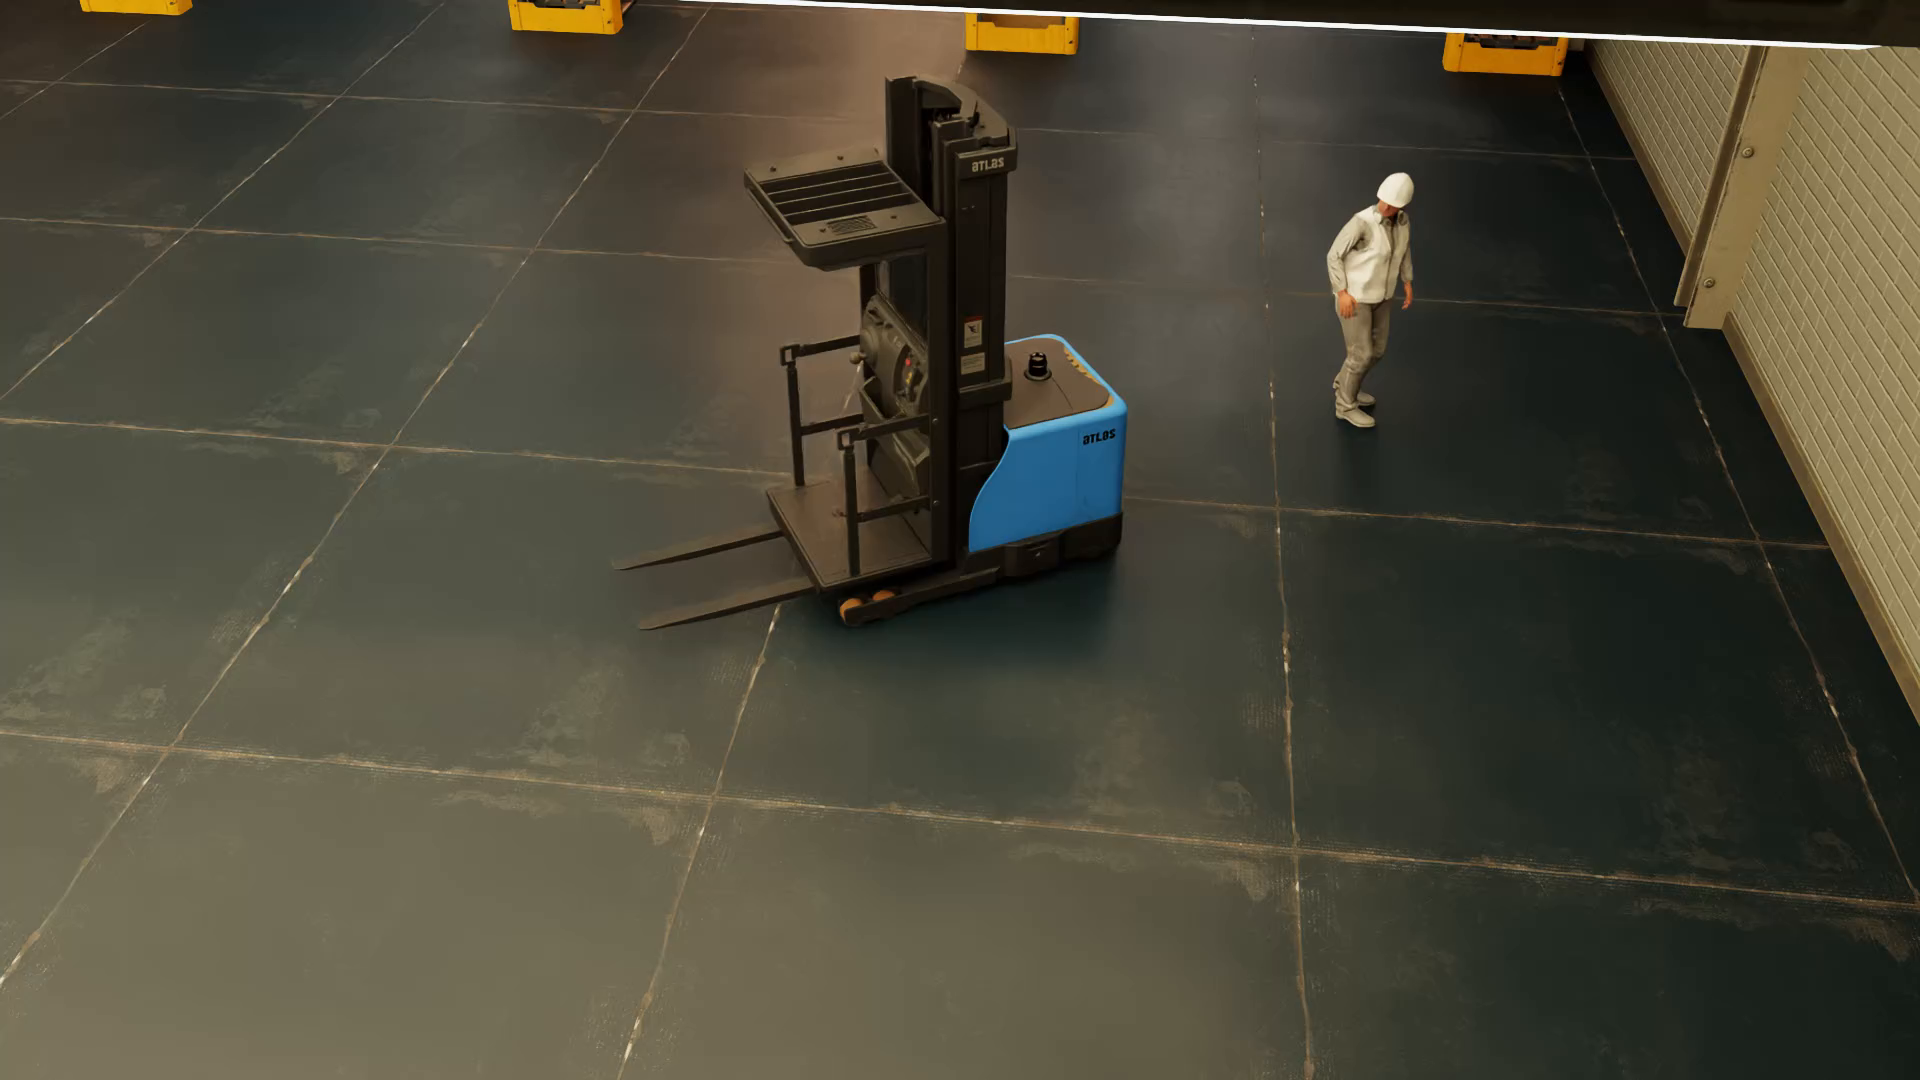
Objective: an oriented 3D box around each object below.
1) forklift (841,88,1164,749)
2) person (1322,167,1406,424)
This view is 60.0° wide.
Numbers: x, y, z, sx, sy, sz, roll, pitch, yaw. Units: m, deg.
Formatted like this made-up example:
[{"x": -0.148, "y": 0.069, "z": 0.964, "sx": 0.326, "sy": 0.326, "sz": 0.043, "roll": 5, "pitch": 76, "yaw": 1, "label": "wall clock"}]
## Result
[{"x": 0.240, "y": -0.824, "z": 9.147, "sx": 1.130, "sy": 2.935, "sz": 3.031, "roll": -13, "pitch": 38, "yaw": -17, "label": "forklift"}, {"x": 2.766, "y": -1.673, "z": 11.275, "sx": 0.528, "sy": 1.776, "sz": 0.361, "roll": -26, "pitch": 44, "yaw": -31, "label": "person"}]
